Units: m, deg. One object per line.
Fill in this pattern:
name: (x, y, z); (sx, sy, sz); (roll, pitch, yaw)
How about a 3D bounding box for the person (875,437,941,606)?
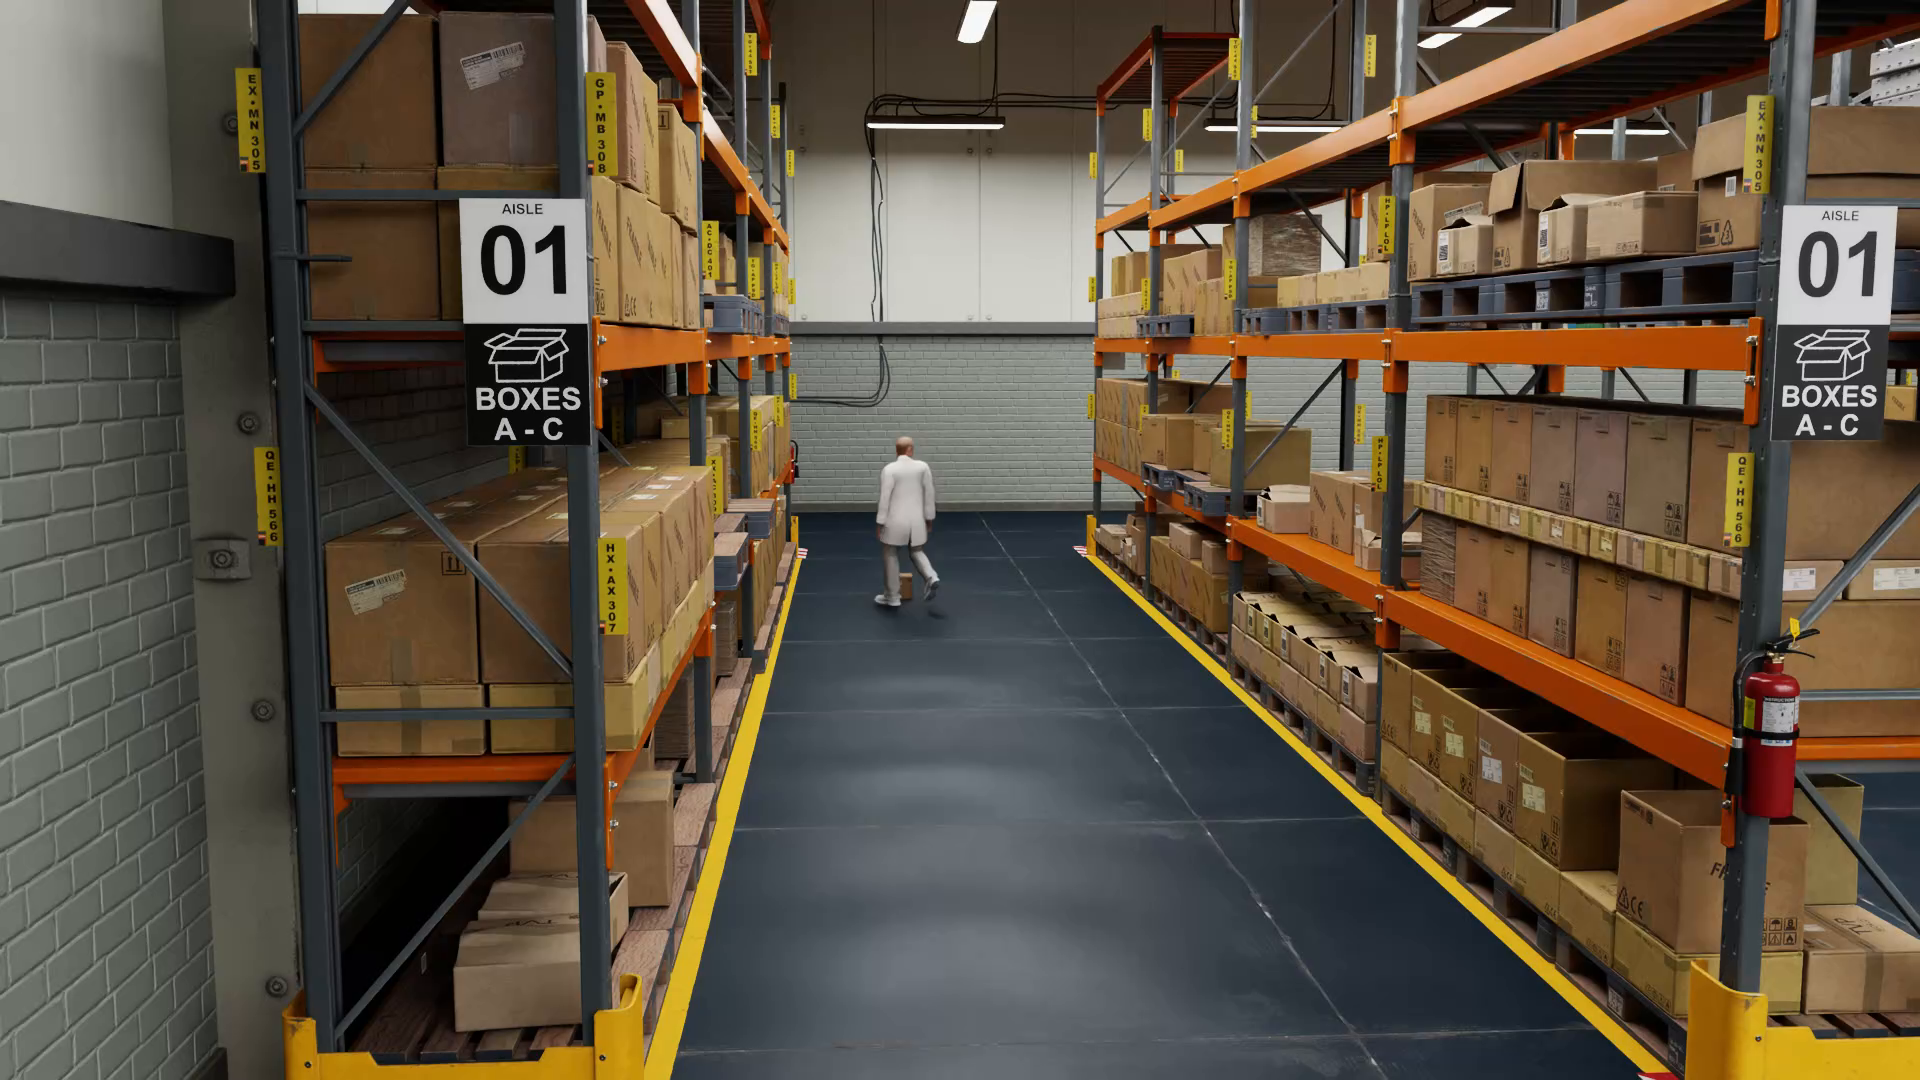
person: (-0.555, -0.188, 17.254); (0.645, 1.762, 0.743); (-3, 8, -27)
